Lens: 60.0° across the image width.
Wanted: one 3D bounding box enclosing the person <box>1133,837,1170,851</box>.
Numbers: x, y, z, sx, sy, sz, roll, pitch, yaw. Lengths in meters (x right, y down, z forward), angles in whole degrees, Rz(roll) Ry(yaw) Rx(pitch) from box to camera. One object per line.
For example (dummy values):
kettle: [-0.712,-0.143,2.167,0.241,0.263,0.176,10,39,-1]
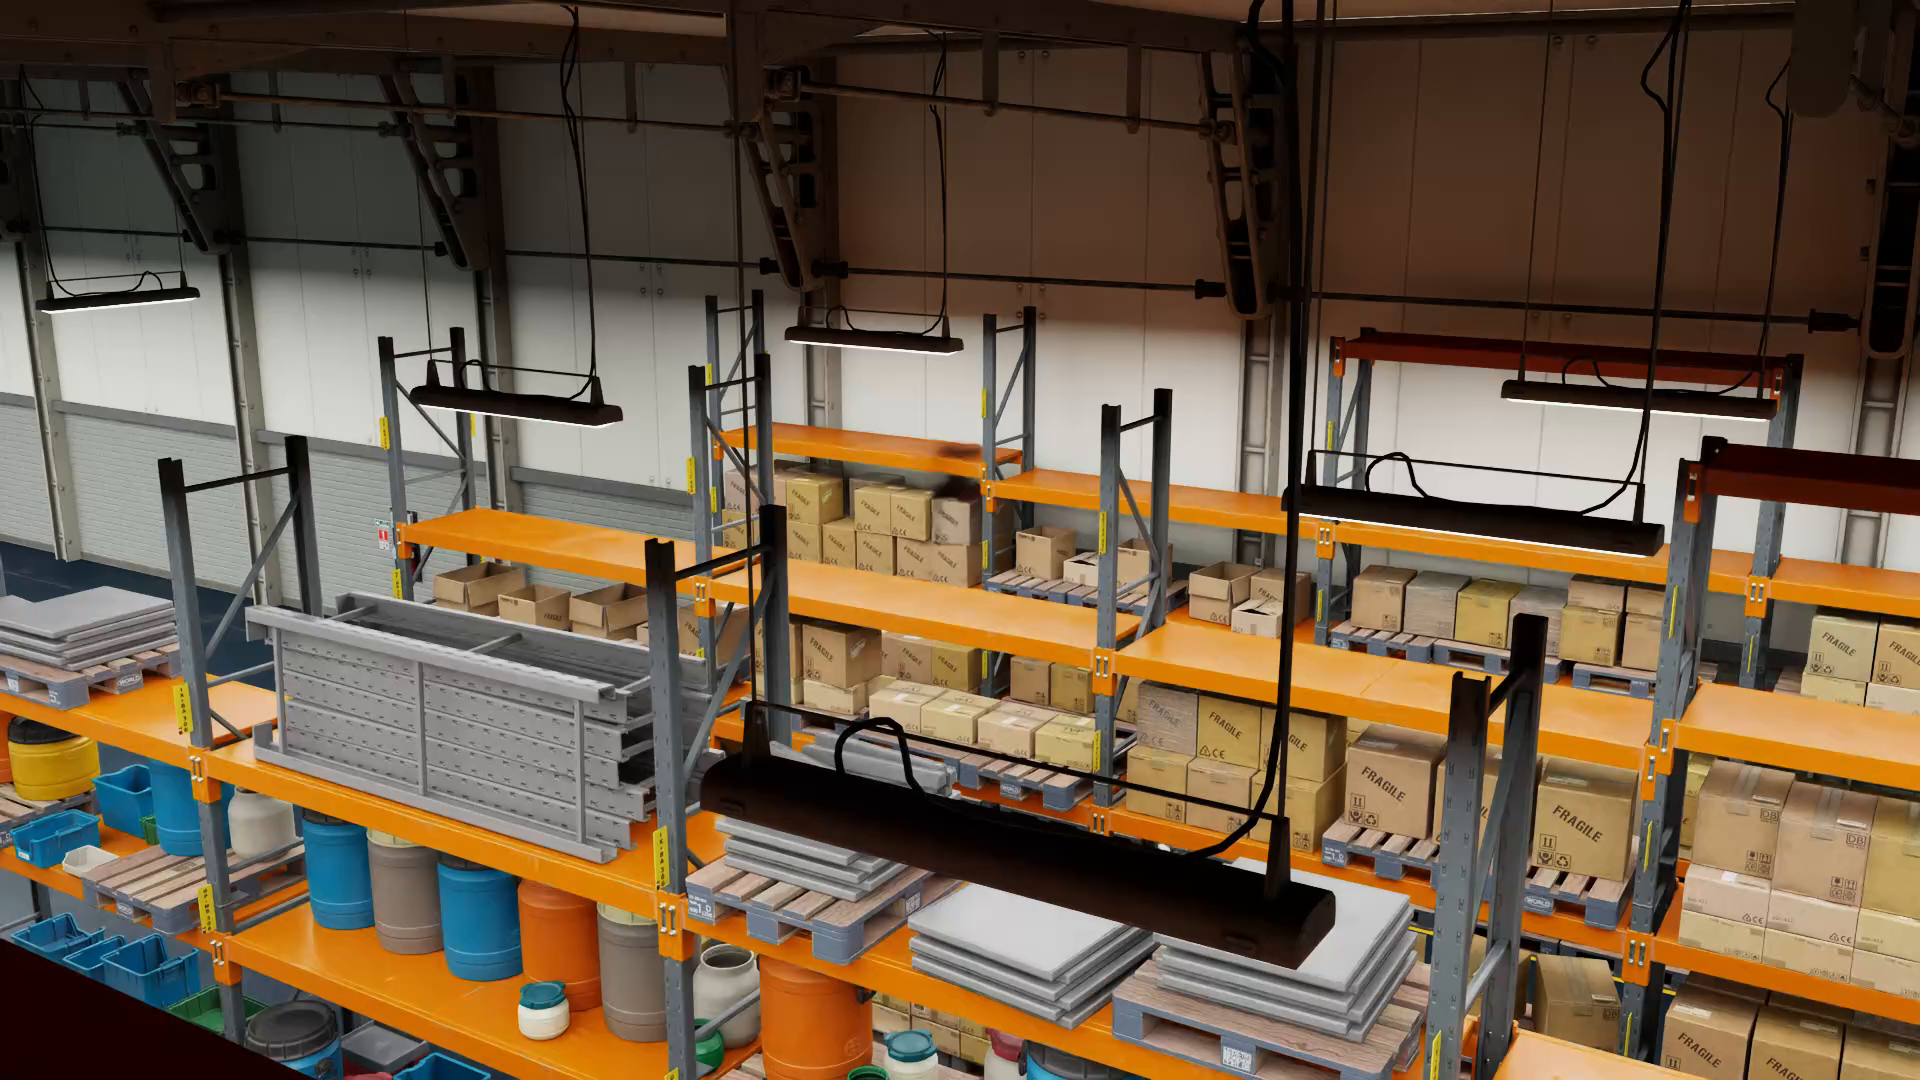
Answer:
person: [1.718,3.446,15.790,0.940,1.772,0.563,9,16,31]
